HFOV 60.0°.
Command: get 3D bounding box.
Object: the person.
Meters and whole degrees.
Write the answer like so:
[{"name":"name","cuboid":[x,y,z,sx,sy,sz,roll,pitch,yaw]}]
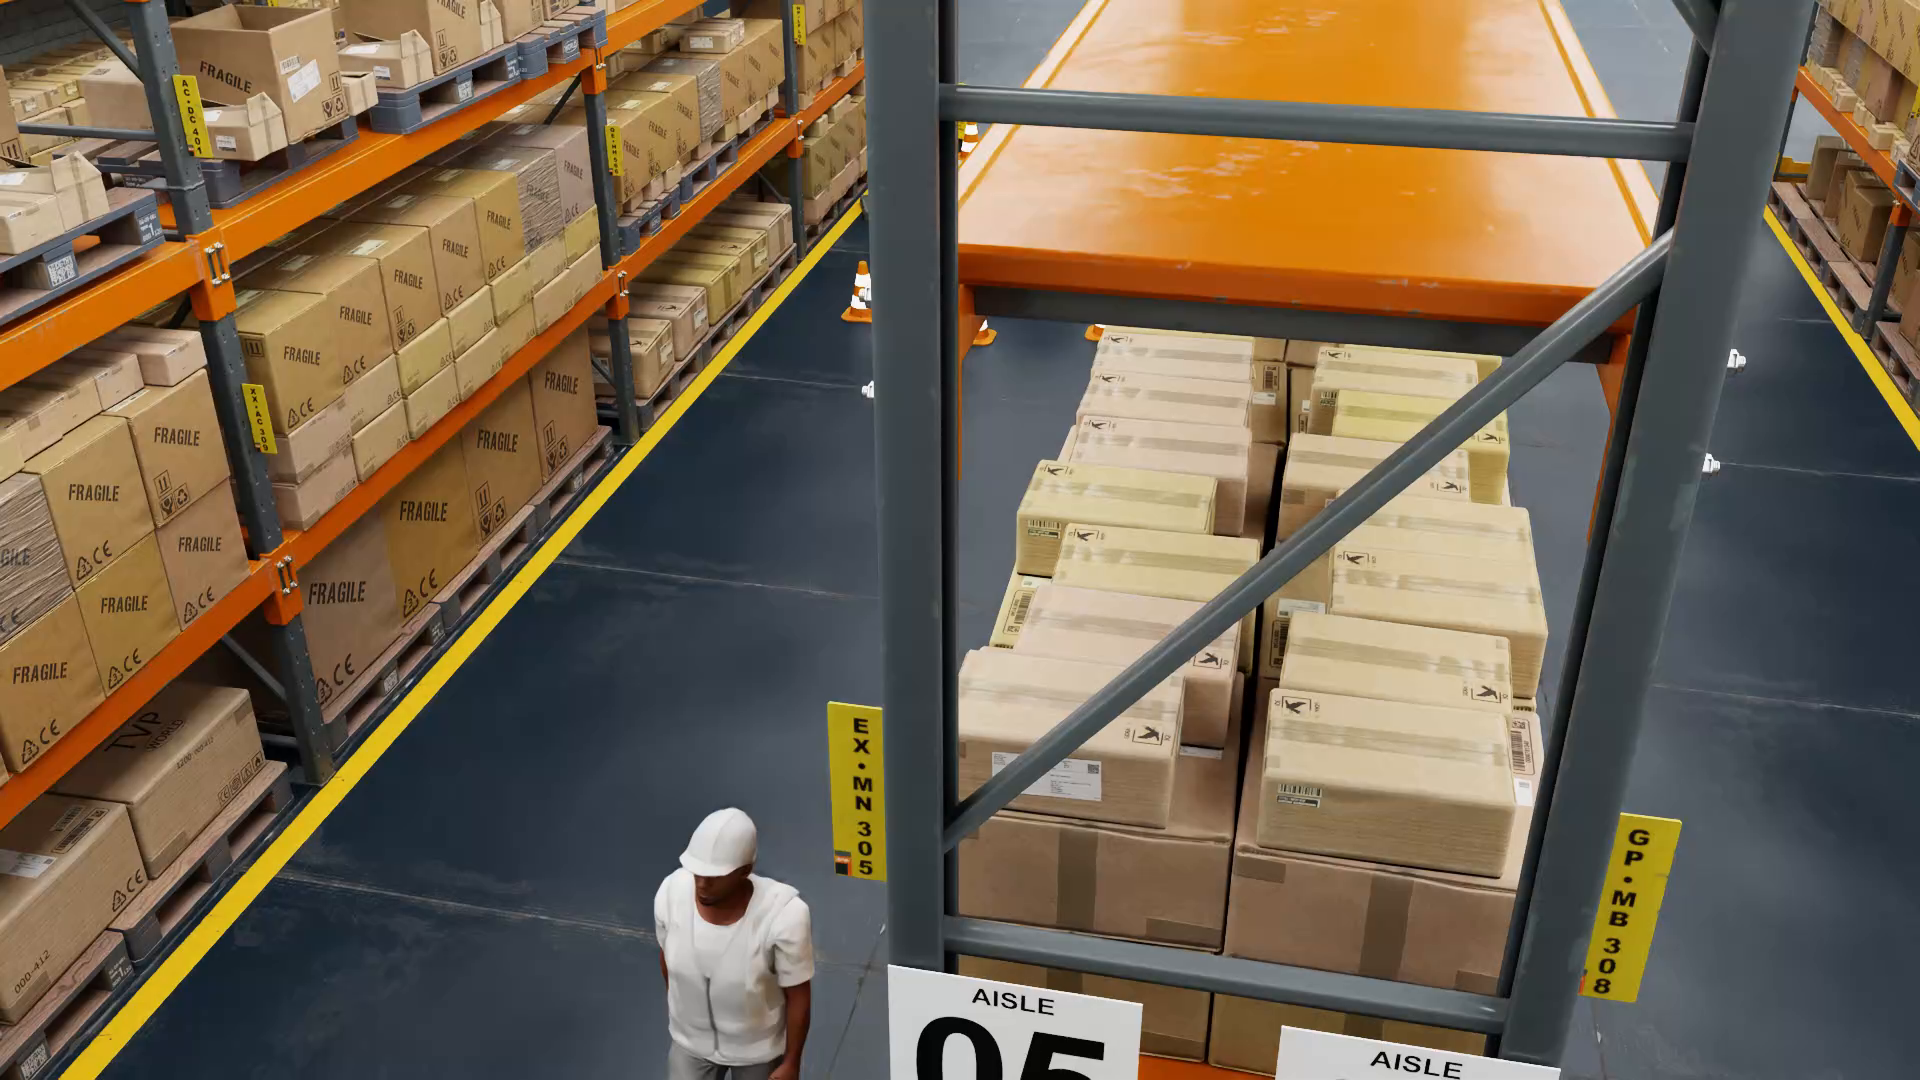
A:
[{"name":"person","cuboid":[-0.756,1.686,5.531,0.567,1.829,0.513,6,29,10]}]
